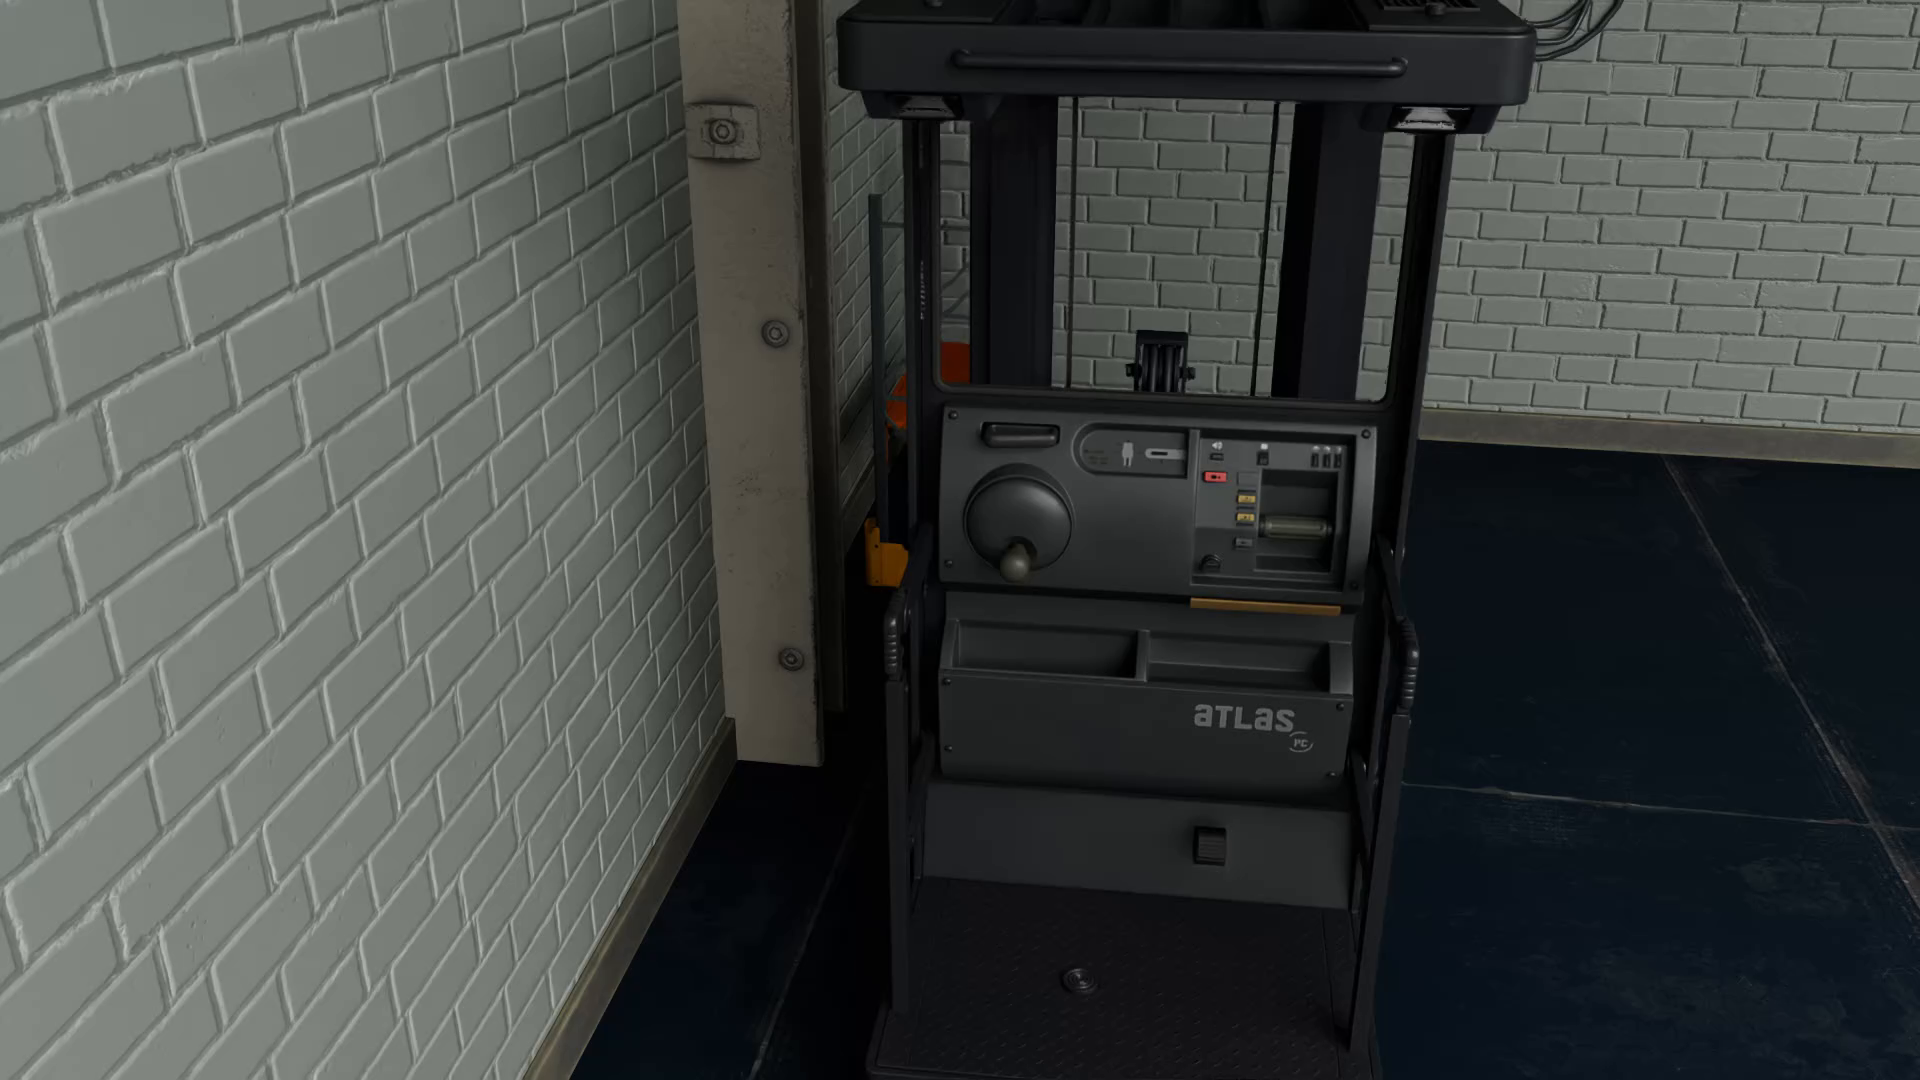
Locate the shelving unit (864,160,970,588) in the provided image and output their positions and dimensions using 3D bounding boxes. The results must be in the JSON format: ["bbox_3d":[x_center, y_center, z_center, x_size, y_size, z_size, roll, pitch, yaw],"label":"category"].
[{"bbox_3d":[0.012,-0.711,6.500,0.587,1.500,1.083,4,25,9],"label":"shelving unit"}]

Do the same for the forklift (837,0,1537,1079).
[{"bbox_3d":[0.395,-0.053,3.405,1.130,2.935,3.031,3,25,7],"label":"forklift"}]

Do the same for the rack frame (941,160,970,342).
[{"bbox_3d":[0.097,-0.928,6.962,0.500,1.500,0.032,4,25,9],"label":"rack frame"}]

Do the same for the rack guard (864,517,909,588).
[{"bbox_3d":[-0.069,0.063,6.320,0.587,0.250,0.087,4,25,9],"label":"rack guard"}]

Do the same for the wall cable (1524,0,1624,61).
[{"bbox_3d":[1.230,-3.190,6.613,3.097,2.526,0.112,4,25,9],"label":"wall cable"}]

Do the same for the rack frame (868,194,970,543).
[{"bbox_3d":[-0.069,-0.502,6.054,0.500,1.500,0.032,4,25,9],"label":"rack frame"}]

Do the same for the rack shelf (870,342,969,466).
[{"bbox_3d":[0.014,-0.552,6.585,0.538,0.185,1.000,4,25,9],"label":"rack shelf"}]

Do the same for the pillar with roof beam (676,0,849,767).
[{"bbox_3d":[3.691,-3.158,2.881,9.100,9.000,0.400,4,25,9],"label":"pillar with roof beam"}]
